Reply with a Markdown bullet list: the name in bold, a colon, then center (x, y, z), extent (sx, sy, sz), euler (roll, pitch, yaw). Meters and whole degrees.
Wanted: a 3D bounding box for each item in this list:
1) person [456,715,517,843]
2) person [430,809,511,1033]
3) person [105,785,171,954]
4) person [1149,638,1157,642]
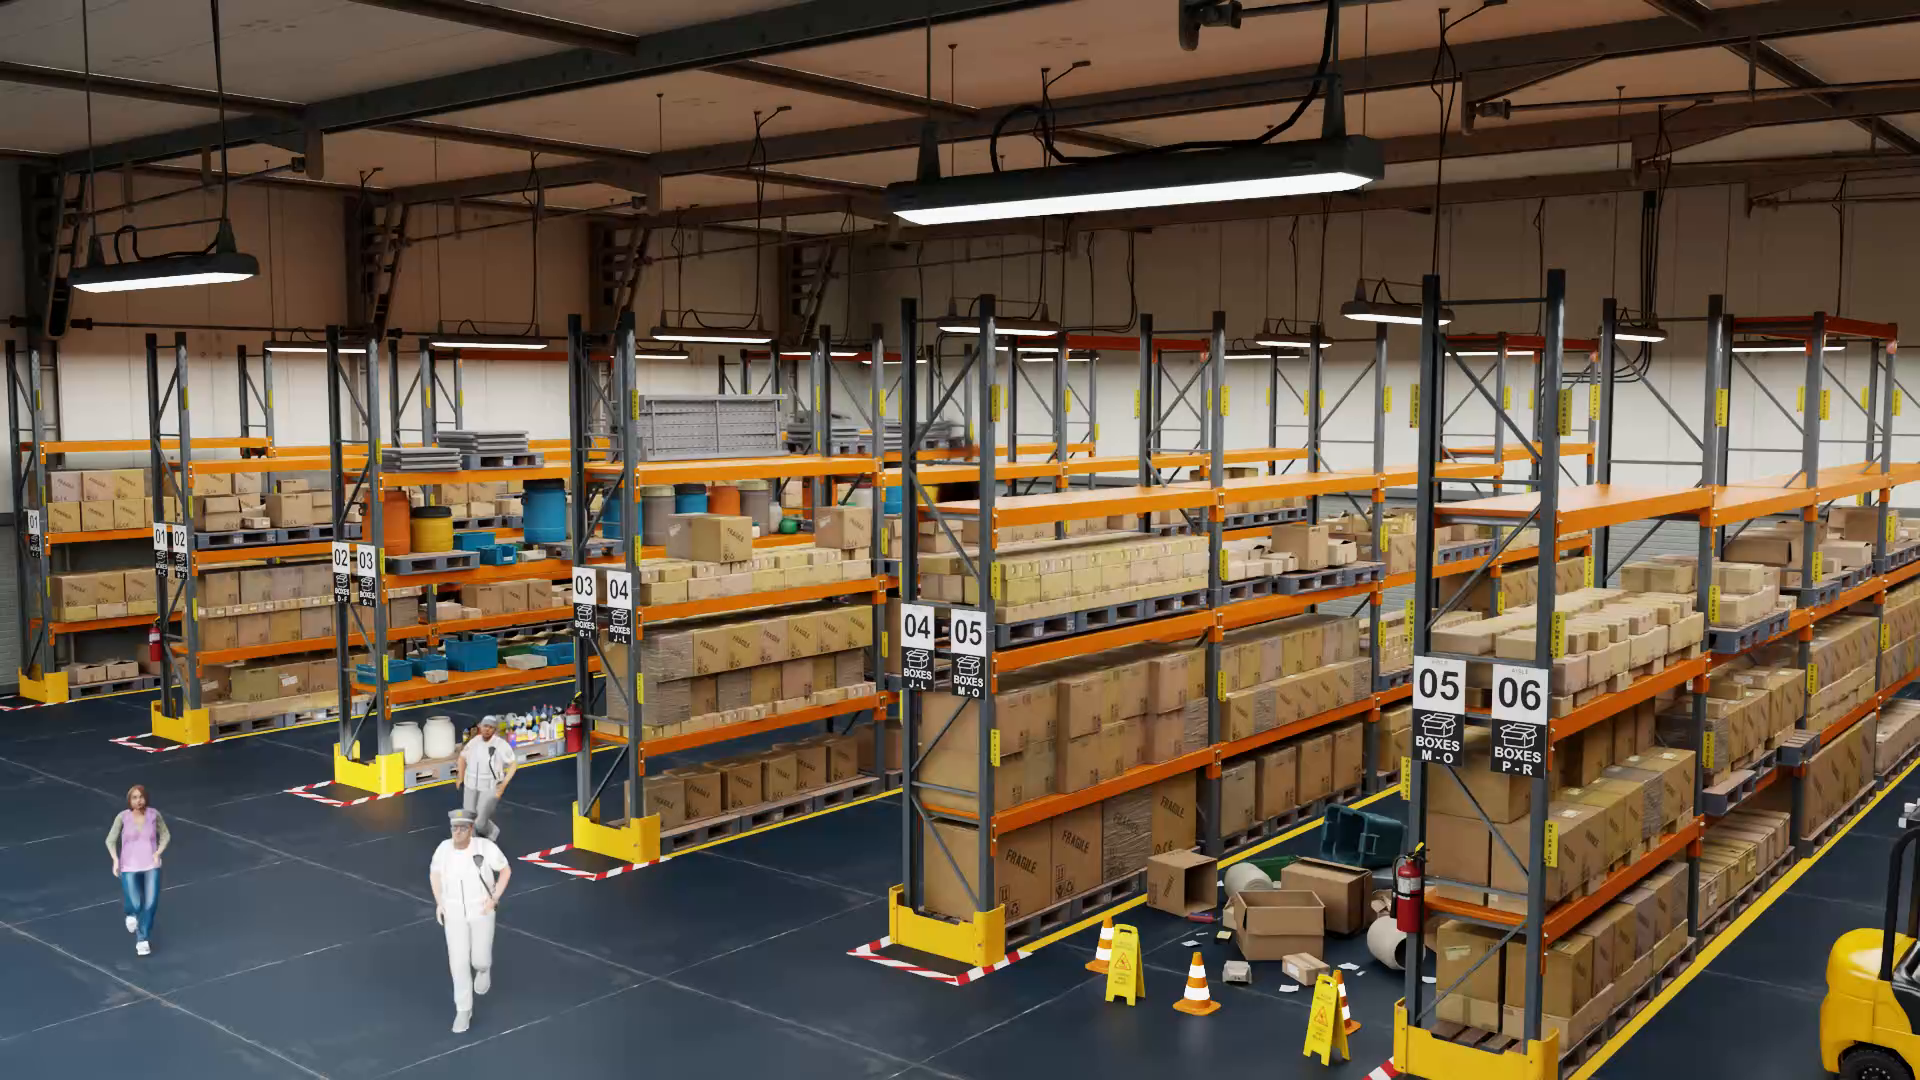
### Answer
- **person**: center (-5.219, 2.736, 18.265), extent (0.670, 1.610, 0.501), euler (1, 5, 10)
- **person**: center (-4.032, 3.059, 13.711), extent (0.661, 1.796, 0.763), euler (-1, 5, -8)
- **person**: center (-7.547, 3.021, 15.310), extent (0.537, 1.554, 0.547), euler (-3, 6, -31)
- **person**: center (2.741, 2.146, 23.925), extent (0.687, 1.831, 0.822), euler (4, 7, 39)
